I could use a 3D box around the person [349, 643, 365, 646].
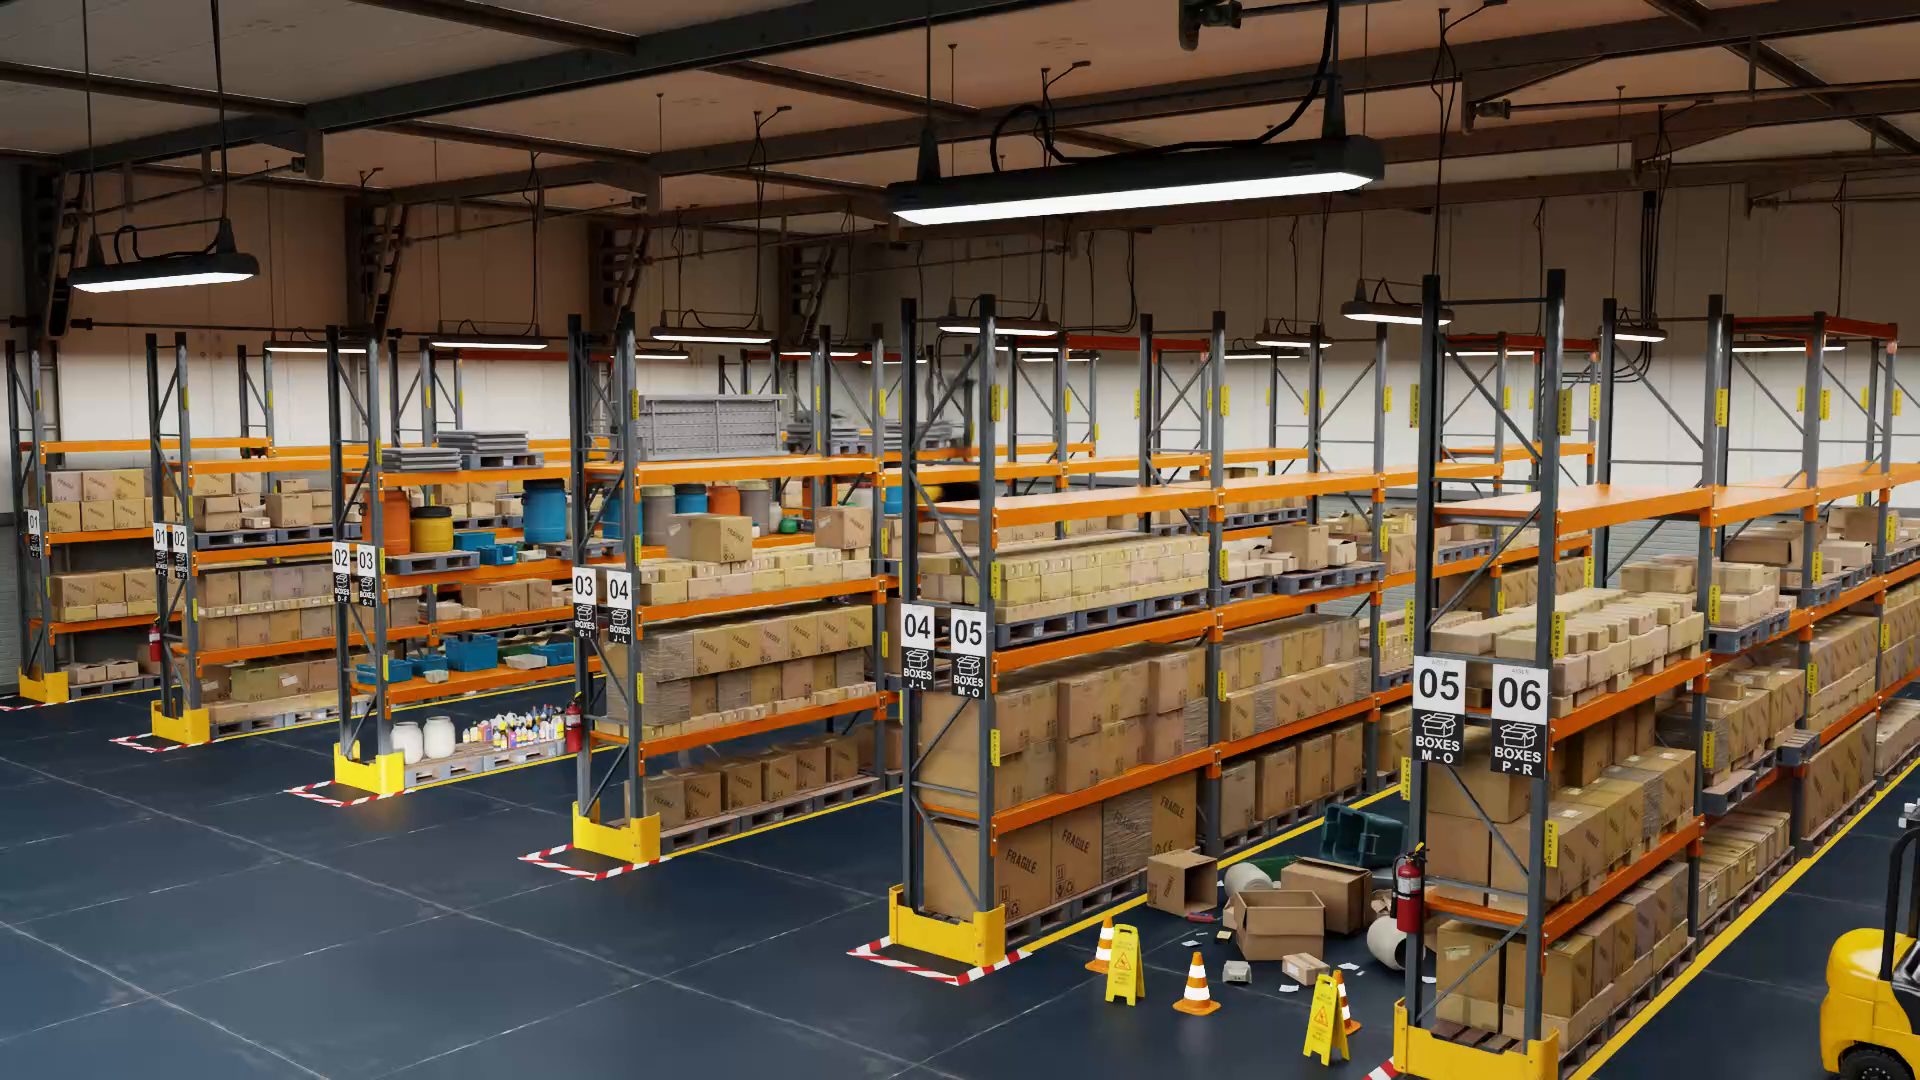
[{"bbox_3d":[-10.410,1.731,28.736,0.697,1.775,0.917,3,6,33],"label":"person"}]

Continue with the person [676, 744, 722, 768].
[{"bbox_3d":[-3.436,2.453,21.776,0.949,1.612,0.654,-5,7,-42],"label":"person"}]
